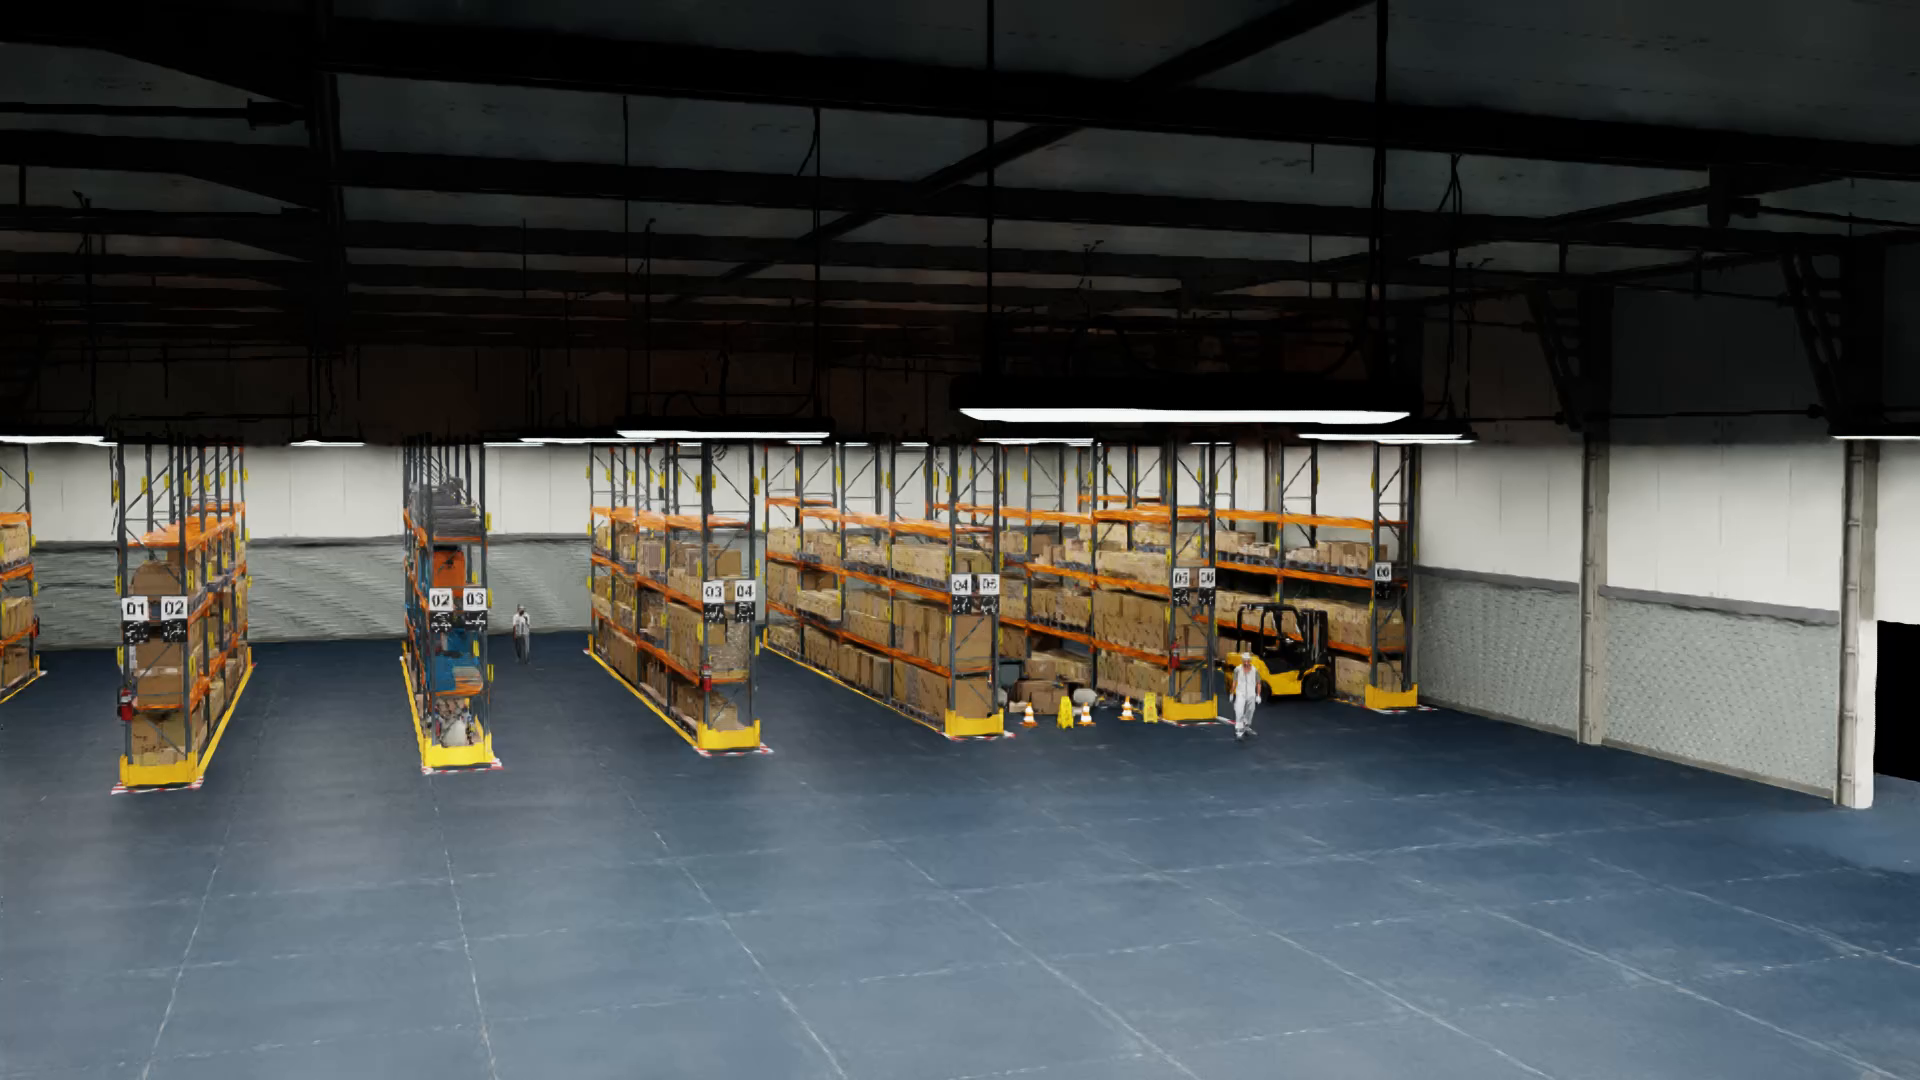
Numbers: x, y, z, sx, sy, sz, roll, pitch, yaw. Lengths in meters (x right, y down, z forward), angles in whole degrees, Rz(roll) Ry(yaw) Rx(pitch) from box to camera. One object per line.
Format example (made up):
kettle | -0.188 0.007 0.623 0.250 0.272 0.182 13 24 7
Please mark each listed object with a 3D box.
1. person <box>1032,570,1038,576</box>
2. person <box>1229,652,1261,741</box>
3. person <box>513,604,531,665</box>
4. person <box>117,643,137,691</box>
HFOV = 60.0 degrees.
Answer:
person | 2.536 1.803 55.891 0.503 1.637 0.902 0 3 -4
person | 5.610 3.053 32.670 0.596 1.739 0.987 0 3 2
person | -11.589 2.476 43.958 0.456 1.589 1.088 -1 3 -18
person | -18.457 2.856 37.132 0.639 1.632 0.512 -1 3 -22
